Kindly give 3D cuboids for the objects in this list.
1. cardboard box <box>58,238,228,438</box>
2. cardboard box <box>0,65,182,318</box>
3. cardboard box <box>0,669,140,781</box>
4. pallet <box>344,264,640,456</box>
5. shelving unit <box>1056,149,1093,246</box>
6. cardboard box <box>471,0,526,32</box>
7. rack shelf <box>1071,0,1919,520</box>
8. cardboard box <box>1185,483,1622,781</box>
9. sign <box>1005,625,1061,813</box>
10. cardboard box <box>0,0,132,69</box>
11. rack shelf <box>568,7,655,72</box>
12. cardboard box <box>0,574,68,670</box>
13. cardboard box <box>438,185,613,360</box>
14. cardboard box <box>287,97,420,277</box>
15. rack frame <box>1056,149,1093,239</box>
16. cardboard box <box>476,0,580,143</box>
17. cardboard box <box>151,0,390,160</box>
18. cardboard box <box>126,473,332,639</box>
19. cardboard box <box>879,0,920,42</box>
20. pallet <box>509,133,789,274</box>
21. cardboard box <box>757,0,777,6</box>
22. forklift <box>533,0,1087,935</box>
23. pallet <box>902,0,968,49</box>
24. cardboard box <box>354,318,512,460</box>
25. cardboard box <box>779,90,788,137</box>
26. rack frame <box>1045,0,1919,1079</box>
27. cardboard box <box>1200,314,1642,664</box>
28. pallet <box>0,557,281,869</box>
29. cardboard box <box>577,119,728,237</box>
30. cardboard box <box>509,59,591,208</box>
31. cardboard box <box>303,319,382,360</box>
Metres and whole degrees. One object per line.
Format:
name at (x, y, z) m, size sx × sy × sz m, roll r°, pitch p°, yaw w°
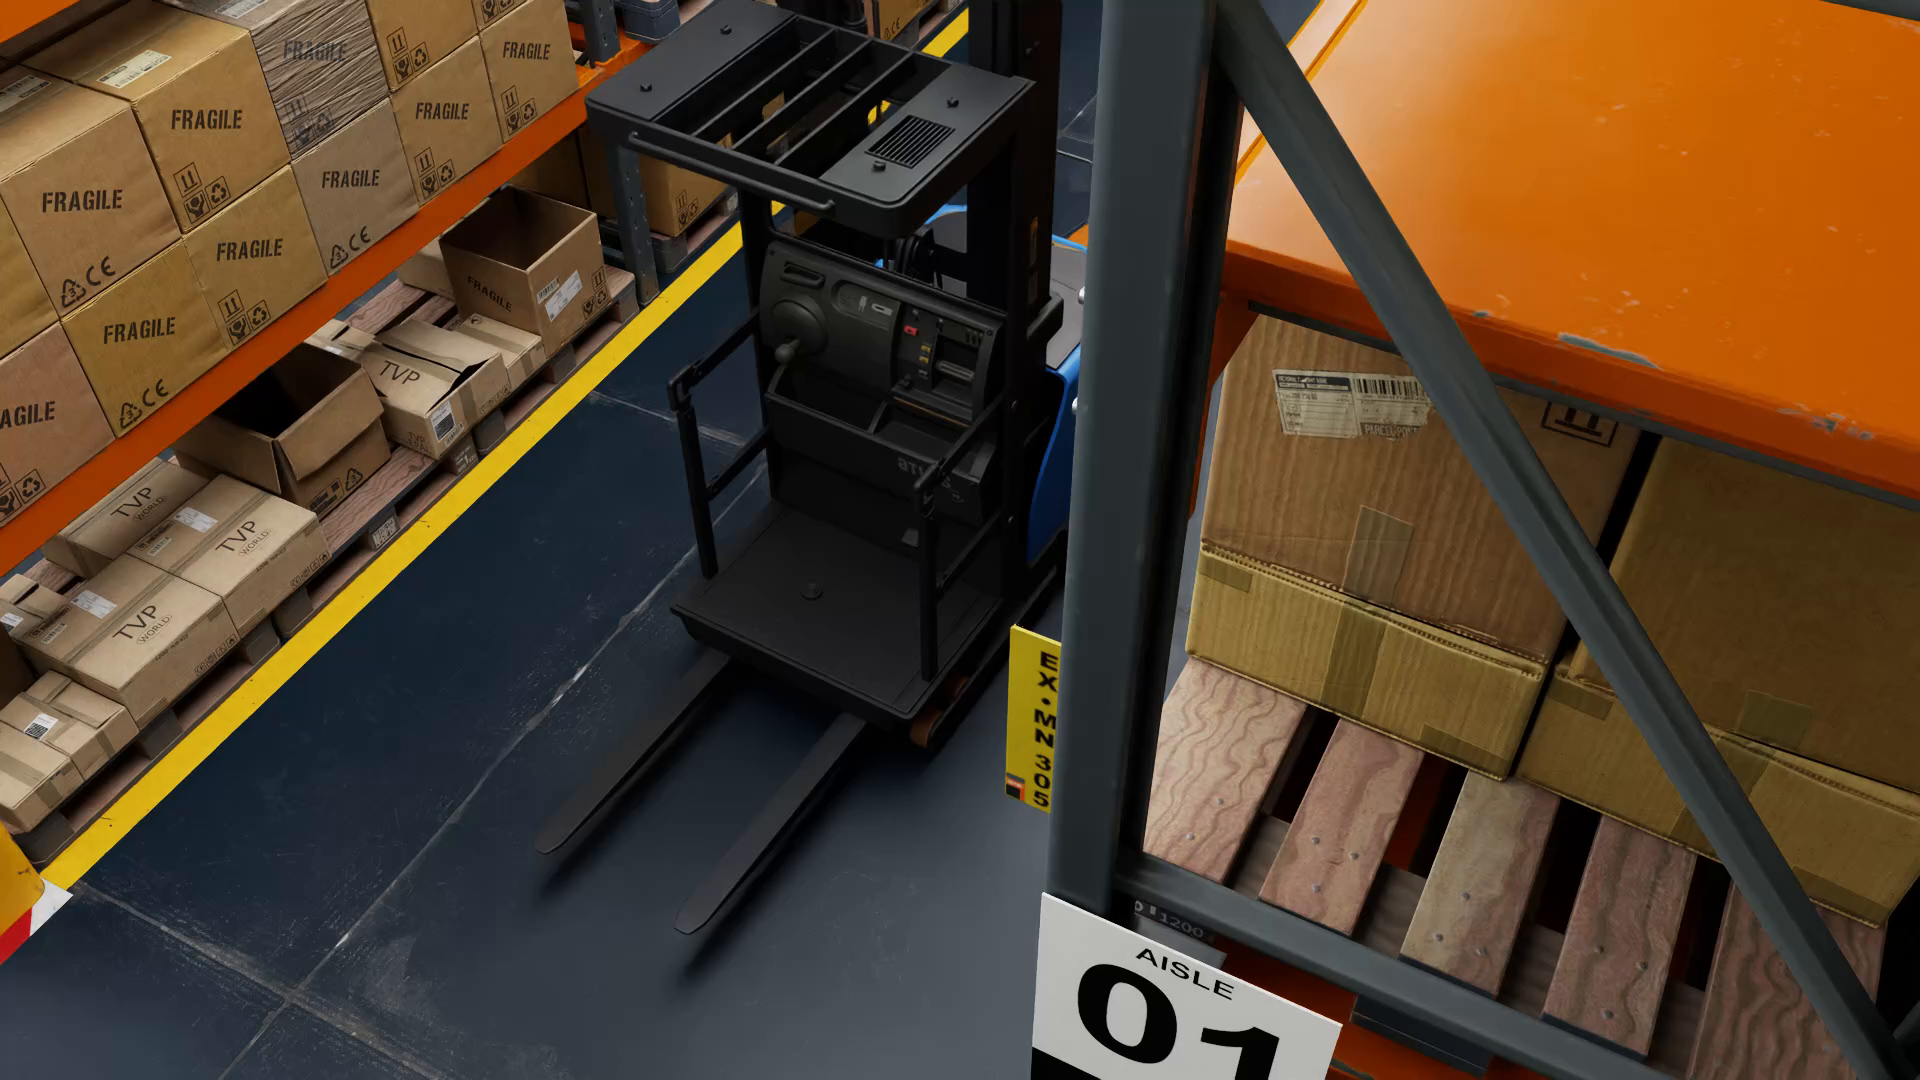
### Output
cardboard box at (-2.902, -0.748, 5.590) m, size 0.500 × 0.500 × 0.500 m, roll 20°, pitch 49°, yaw 19°
cardboard box at (-2.900, -1.103, 5.237) m, size 0.500 × 0.500 × 0.500 m, roll 21°, pitch 49°, yaw 20°
cardboard box at (-3.197, 0.655, 5.956) m, size 0.380 × 0.166 × 0.250 m, roll 20°, pitch 49°, yaw 19°
pallet at (-2.275, -0.985, 7.855) m, size 1.003 × 0.211 × 1.213 m, roll 20°, pitch 49°, yaw 19°
shelving unit at (0.719, -1.352, 7.312) m, size 0.587 × 1.500 × 1.083 m, roll 23°, pitch 50°, yaw 21°
cardboard box at (-1.960, -2.380, 6.500) m, size 0.500 × 0.500 × 0.500 m, roll 21°, pitch 49°, yaw 19°
rack shelf at (1.506, -1.220, 2.696) m, size 1.077 × 0.370 × 4.000 m, roll 20°, pitch 49°, yaw 19°
cardboard box at (0.682, 0.022, 2.530) m, size 0.500 × 0.250 × 0.500 m, roll 22°, pitch 49°, yaw 20°
sign at (0.103, 0.229, 2.018) m, size 0.100 × 0.325 × 0.005 m, roll 20°, pitch 49°, yaw 19°
cardboard box at (-3.140, -1.606, 5.735) m, size 0.500 × 0.500 × 0.500 m, roll 22°, pitch 49°, yaw 20°
rack shelf at (-1.027, -3.405, 8.792) m, size 1.077 × 0.370 × 4.000 m, roll 20°, pitch 49°, yaw 19°
cardboard box at (-3.510, 0.314, 6.293) m, size 0.380 × 0.166 × 0.250 m, roll 20°, pitch 49°, yaw 19°
cardboard box at (-1.968, -1.221, 7.576) m, size 0.500 × 0.500 × 0.500 m, roll 20°, pitch 49°, yaw 19°
cardboard box at (-2.434, -1.384, 6.218) m, size 0.500 × 0.500 × 0.500 m, roll 22°, pitch 49°, yaw 20°
rack frame at (0.463, -1.048, 7.011) m, size 0.500 × 1.500 × 0.032 m, roll 23°, pitch 50°, yaw 21°
cardboard box at (-1.960, -2.033, 6.860) m, size 0.500 × 0.500 × 0.500 m, roll 21°, pitch 49°, yaw 20°
cardboard box at (-2.430, -1.739, 5.867) m, size 0.500 × 0.500 × 0.500 m, roll 21°, pitch 49°, yaw 19°
cardboard box at (-2.844, 0.055, 6.490) m, size 0.500 × 0.250 × 0.500 m, roll 20°, pitch 49°, yaw 19°
cardboard box at (-0.565, -3.201, 9.533) m, size 0.500 × 0.500 × 0.500 m, roll 19°, pitch 48°, yaw 18°
pallet at (-1.611, -1.943, 8.801) m, size 1.003 × 0.211 × 1.213 m, roll 20°, pitch 49°, yaw 19°
cardboard box at (-1.050, -2.792, 8.601) m, size 0.500 × 0.250 × 0.500 m, roll 21°, pitch 49°, yaw 19°
forklift at (-0.399, -0.626, 5.588) m, size 1.130 × 2.935 × 3.031 m, roll 23°, pitch 50°, yaw 21°
pallet at (-0.478, -3.480, 10.321) m, size 1.003 × 0.211 × 1.213 m, roll 20°, pitch 49°, yaw 19°
cardboard box at (-2.316, -0.682, 7.176) m, size 0.500 × 0.311 × 0.500 m, roll 20°, pitch 49°, yaw 19°
cardboard box at (-1.038, -2.550, 8.890) m, size 0.500 × 0.500 × 0.500 m, roll 21°, pitch 49°, yaw 20°
rack frame at (0.578, -0.354, 1.053) m, size 1.000 × 3.000 × 0.127 m, roll 20°, pitch 49°, yaw 19°
cardboard box at (0.676, -0.244, 2.266) m, size 0.500 × 0.500 × 0.500 m, roll 20°, pitch 49°, yaw 19°
pallet at (-3.407, 0.552, 6.336) m, size 1.003 × 0.211 × 1.213 m, roll 20°, pitch 49°, yaw 19°
cardboard box at (-1.515, -1.898, 8.245) m, size 0.500 × 0.500 × 0.500 m, roll 18°, pitch 48°, yaw 17°
cardboard box at (-1.980, -2.079, 8.424) m, size 0.500 × 0.500 × 0.500 m, roll 20°, pitch 49°, yaw 19°
cardboard box at (-2.734, -0.815, 7.409) m, size 0.380 × 0.166 × 0.250 m, roll 20°, pitch 49°, yaw 19°
